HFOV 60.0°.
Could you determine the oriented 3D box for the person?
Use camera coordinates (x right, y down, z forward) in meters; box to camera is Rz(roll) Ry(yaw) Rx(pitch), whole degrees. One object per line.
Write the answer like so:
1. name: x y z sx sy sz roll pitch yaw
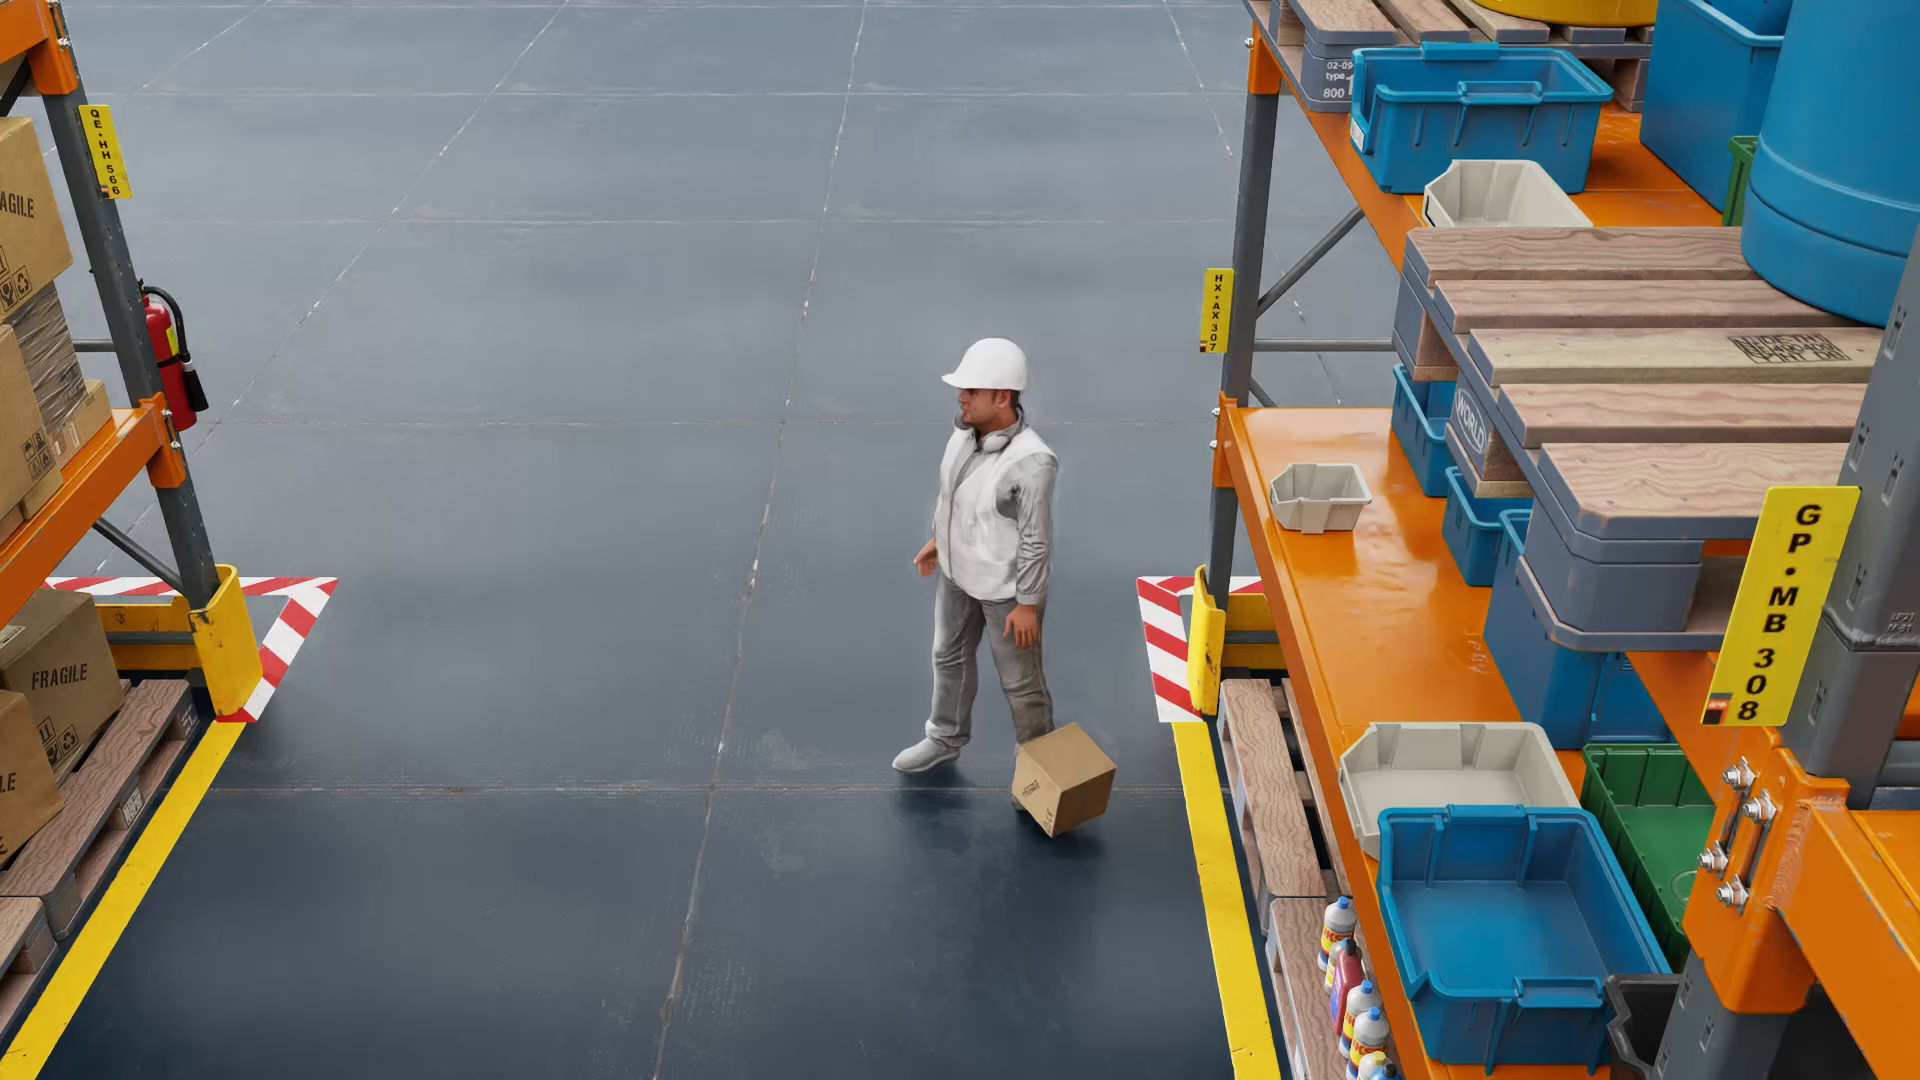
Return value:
1. person: 0.055 0.128 5.851 0.546 1.775 0.611 -19 36 -28
